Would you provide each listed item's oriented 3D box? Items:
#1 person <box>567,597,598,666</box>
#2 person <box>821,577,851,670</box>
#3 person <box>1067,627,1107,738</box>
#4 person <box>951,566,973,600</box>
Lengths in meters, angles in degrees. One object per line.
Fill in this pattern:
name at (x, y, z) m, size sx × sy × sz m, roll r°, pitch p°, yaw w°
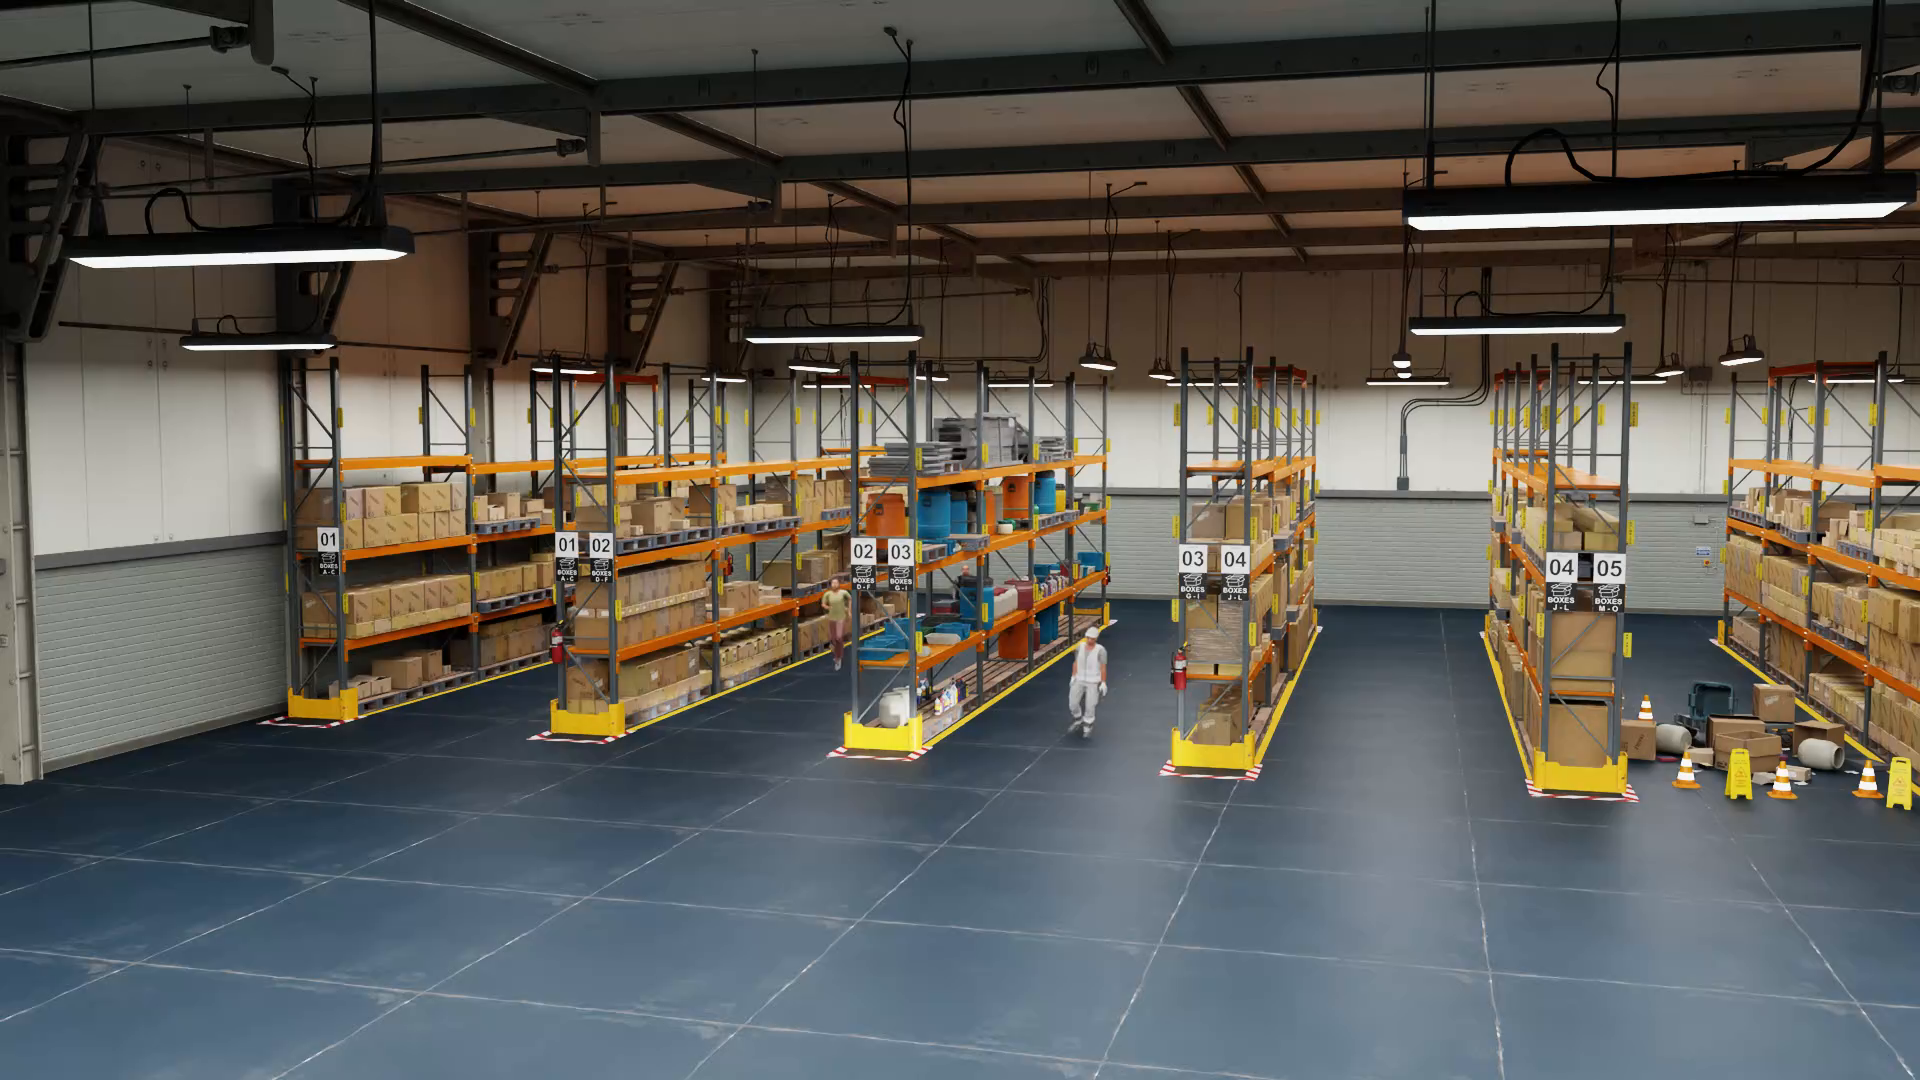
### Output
person at (-7.278, 1.862, 32.194) m, size 0.606 × 1.628 × 1.003 m, roll 1°, pitch 4°, yaw 13°
person at (-2.360, 1.577, 31.699) m, size 0.528 × 1.767 × 0.775 m, roll 1°, pitch 4°, yaw 9°
person at (1.977, 2.206, 25.887) m, size 0.691 × 1.751 × 0.521 m, roll 1°, pitch 4°, yaw 20°
person at (0.127, 1.409, 37.782) m, size 0.673 × 1.680 × 0.622 m, roll 0°, pitch 4°, yaw 2°
